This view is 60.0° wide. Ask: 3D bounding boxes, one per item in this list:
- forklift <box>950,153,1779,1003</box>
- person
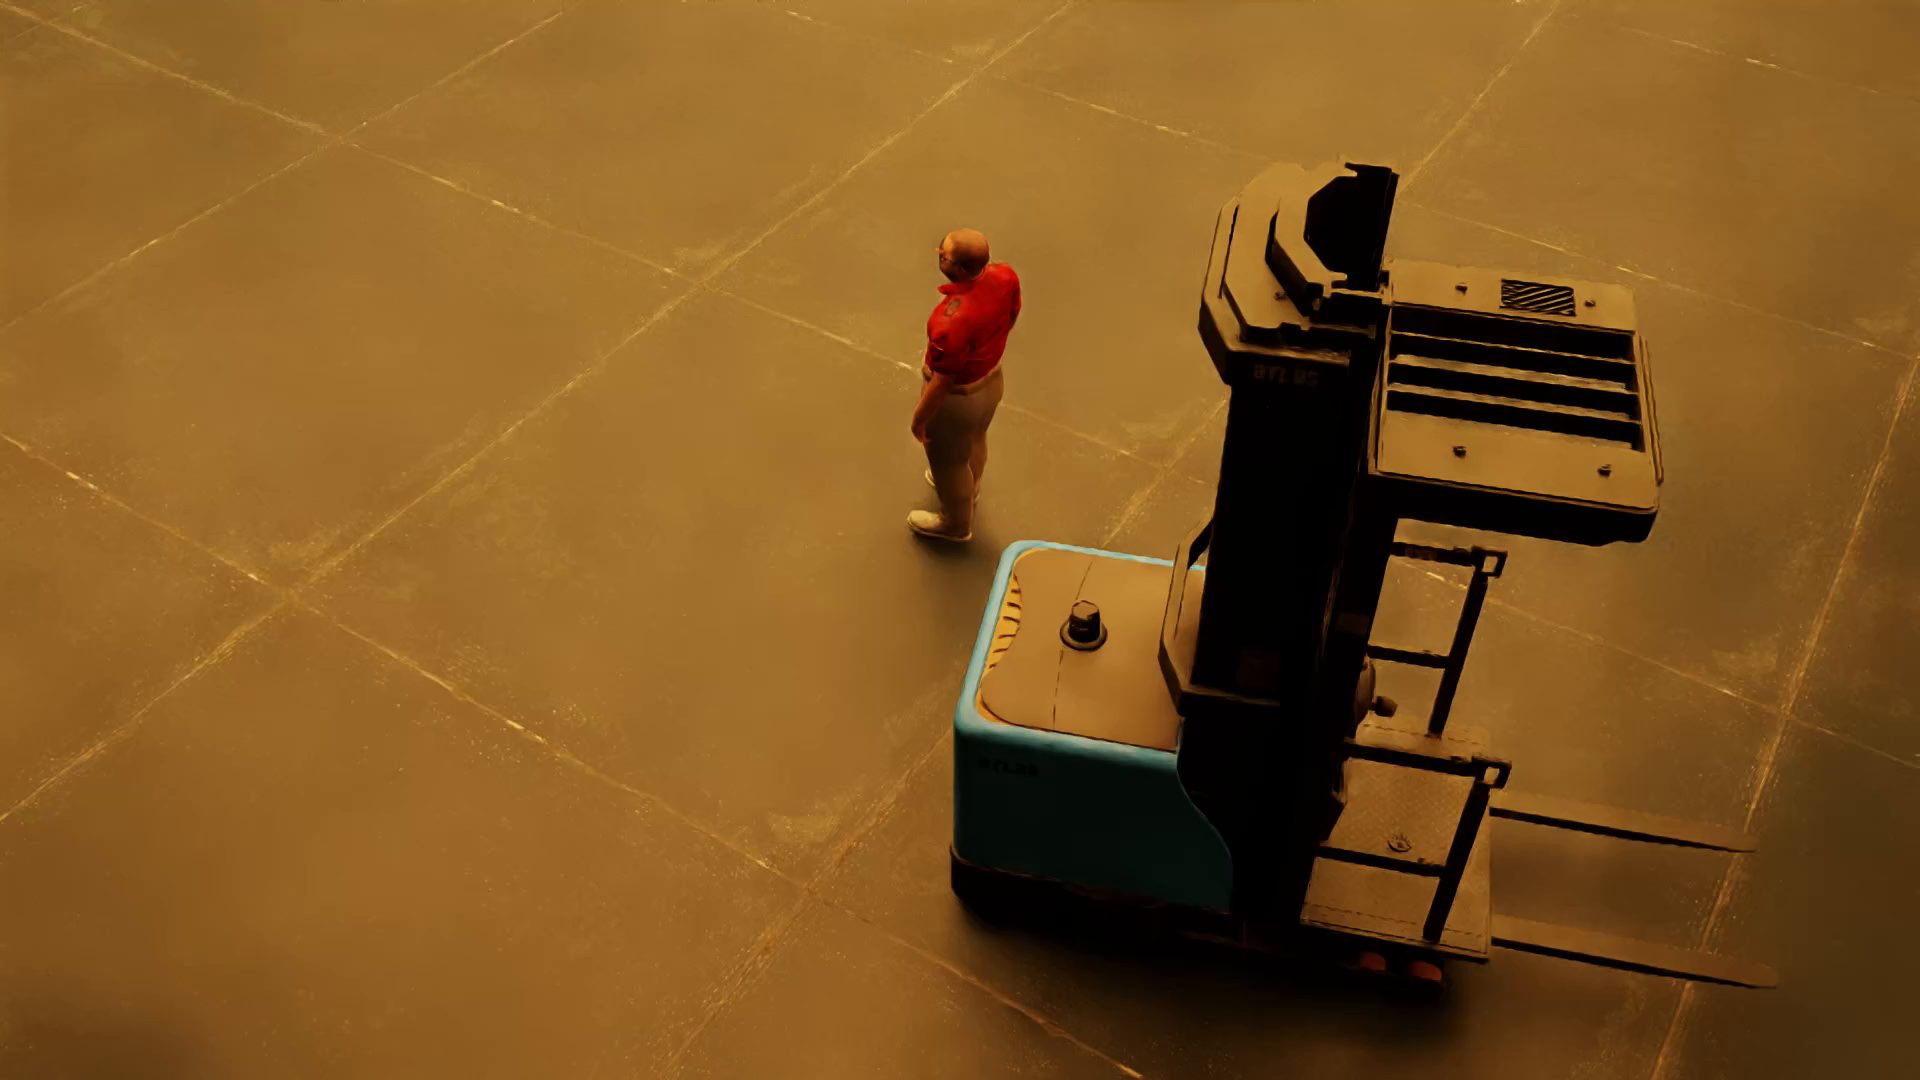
[{"bbox_3d":[1.536,0.246,5.589,3.031,2.935,1.130,9,44,9],"label":"forklift"},{"bbox_3d":[-0.069,-0.702,7.394,0.550,1.727,0.640,24,48,23],"label":"person"}]
